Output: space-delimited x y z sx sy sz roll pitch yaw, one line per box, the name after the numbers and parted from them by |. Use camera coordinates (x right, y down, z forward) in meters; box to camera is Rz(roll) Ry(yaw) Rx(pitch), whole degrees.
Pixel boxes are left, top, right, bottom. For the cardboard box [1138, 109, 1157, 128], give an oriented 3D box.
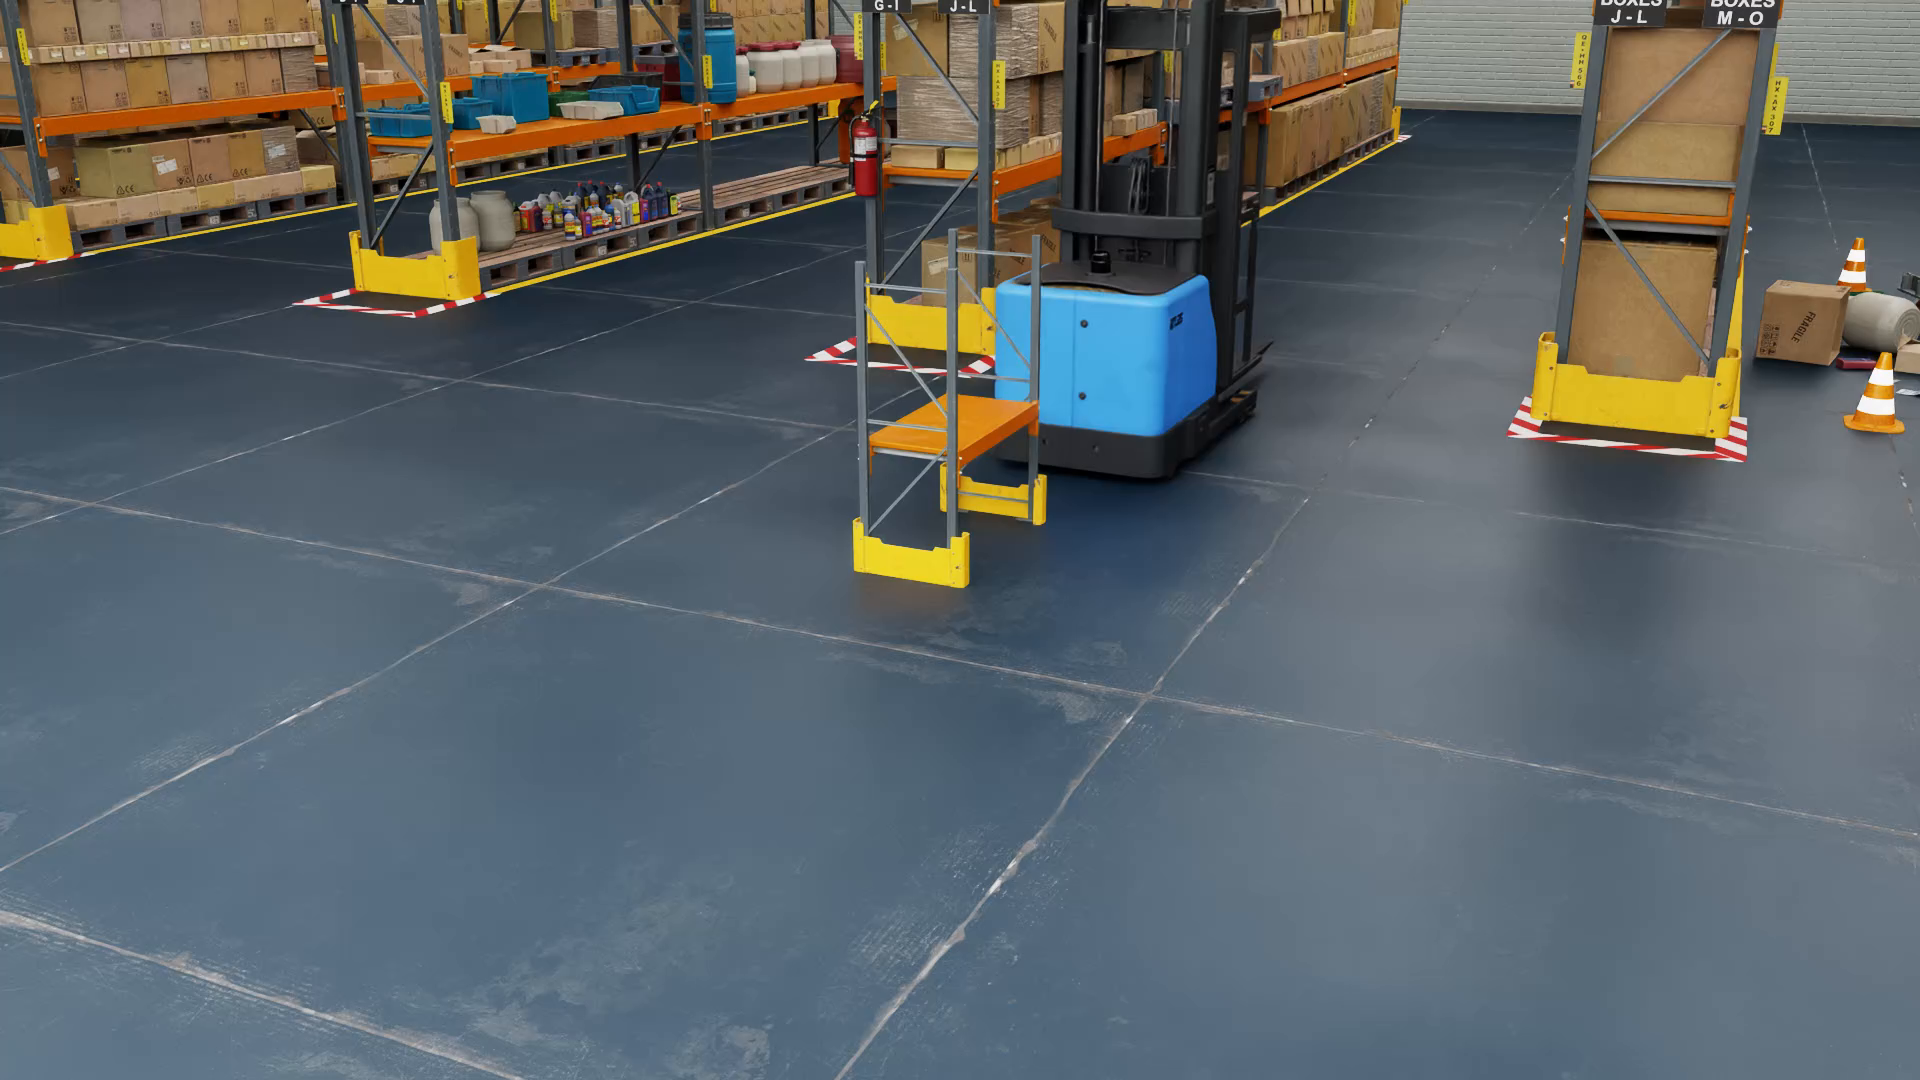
1.594 -3.881 15.279 0.380 0.149 0.250 9 21 23 | cardboard box

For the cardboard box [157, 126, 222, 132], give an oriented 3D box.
-8.507 -4.317 18.488 0.500 0.500 0.500 9 21 23 | cardboard box

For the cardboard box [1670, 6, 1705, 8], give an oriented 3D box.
7.342 -4.999 16.407 0.700 0.500 0.500 8 21 22 | cardboard box

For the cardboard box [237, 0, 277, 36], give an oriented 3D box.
-8.004 -5.833 18.308 0.700 0.500 0.500 8 21 23 | cardboard box

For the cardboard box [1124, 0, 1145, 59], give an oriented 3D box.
1.277 -4.435 14.378 0.500 0.500 0.500 9 21 23 | cardboard box

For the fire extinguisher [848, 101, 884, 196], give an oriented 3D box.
-0.692 -2.874 12.189 0.296 0.674 0.183 9 21 23 | fire extinguisher

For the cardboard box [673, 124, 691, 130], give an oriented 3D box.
-4.497 -6.600 25.626 0.500 0.500 0.500 9 21 23 | cardboard box

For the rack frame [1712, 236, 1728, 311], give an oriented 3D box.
5.897 -3.394 13.535 1.000 3.000 0.127 9 21 23 | rack frame

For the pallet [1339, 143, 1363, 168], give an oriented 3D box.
5.072 -5.458 23.502 1.003 0.211 1.213 9 21 23 | pallet

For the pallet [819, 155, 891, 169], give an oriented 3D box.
-1.182 -4.940 22.045 1.003 0.211 1.213 9 21 23 | pallet

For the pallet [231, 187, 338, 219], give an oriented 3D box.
-7.986 -3.914 19.160 1.003 0.211 1.213 9 21 23 | pallet

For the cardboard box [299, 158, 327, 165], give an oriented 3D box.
-7.717 -4.534 20.219 0.500 0.250 0.500 8 21 22 | cardboard box

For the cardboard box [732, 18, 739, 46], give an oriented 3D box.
-3.889 -8.077 26.553 0.500 0.500 0.500 9 22 24 | cardboard box

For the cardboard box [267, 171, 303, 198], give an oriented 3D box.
-7.827 -4.045 18.842 0.500 0.250 0.500 9 21 23 | cardboard box

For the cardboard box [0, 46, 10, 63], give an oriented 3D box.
-9.278 -4.738 16.199 0.380 0.149 0.250 8 21 22 | cardboard box

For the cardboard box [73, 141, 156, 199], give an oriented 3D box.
-8.635 -3.785 16.992 0.500 0.500 0.500 9 21 23 | cardboard box

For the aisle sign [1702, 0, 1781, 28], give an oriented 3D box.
4.504 -3.333 9.484 0.394 0.787 0.004 9 21 23 | aisle sign

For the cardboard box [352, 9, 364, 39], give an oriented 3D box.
-9.646 -7.987 25.828 0.500 0.500 0.500 8 21 22 | cardboard box

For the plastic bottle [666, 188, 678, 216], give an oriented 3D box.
-3.001 -3.520 17.287 0.061 0.283 0.133 10 22 25 | plastic bottle

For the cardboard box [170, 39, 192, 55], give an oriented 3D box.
-8.273 -5.156 17.372 0.380 0.149 0.250 9 21 23 | cardboard box

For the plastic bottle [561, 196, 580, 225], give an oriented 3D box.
-3.920 -3.319 16.732 0.152 0.276 0.135 9 21 23 | plastic bottle

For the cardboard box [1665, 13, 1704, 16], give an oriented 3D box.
5.249 -3.535 12.096 0.875 0.550 0.550 9 21 23 | cardboard box

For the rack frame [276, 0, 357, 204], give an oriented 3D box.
-7.623 -5.465 19.360 1.000 3.000 0.127 9 21 23 | rack frame

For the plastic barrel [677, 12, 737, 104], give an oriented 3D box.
-2.670 -5.097 17.577 0.600 0.901 0.708 9 21 23 | plastic barrel

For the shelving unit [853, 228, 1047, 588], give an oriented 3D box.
-0.031 -0.683 8.152 0.587 1.500 1.083 9 21 23 | shelving unit

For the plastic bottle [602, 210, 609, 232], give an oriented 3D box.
-3.494 -3.128 16.307 0.097 0.201 0.097 0 20 0 | plastic bottle

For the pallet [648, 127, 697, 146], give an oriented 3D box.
-4.645 -6.343 25.990 1.003 0.211 1.213 9 21 23 | pallet

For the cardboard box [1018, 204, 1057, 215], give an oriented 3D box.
0.803 -2.632 14.496 0.500 0.500 0.500 7 21 18 | cardboard box

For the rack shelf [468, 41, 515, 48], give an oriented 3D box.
-8.048 -8.862 29.985 1.077 0.370 4.000 9 21 23 | rack shelf

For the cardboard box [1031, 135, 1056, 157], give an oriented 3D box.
0.538 -3.121 13.144 0.380 0.149 0.250 9 21 23 | cardboard box

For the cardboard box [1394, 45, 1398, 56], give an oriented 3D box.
6.482 -7.501 25.459 0.380 0.149 0.250 9 21 24 | cardboard box

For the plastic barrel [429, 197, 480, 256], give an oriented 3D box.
-4.543 -2.799 14.949 0.421 0.512 0.421 0 20 0 | plastic barrel

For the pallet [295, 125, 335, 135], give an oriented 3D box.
-10.114 -6.284 25.823 1.003 0.211 1.213 9 21 23 | pallet

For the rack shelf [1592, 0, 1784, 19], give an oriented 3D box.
5.078 -3.857 11.433 1.077 0.370 4.000 9 21 23 | rack shelf

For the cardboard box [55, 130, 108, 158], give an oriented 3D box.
-11.857 -5.401 22.253 0.700 0.500 0.500 9 22 25 | cardboard box

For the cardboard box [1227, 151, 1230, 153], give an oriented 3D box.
2.795 -4.150 18.735 0.700 0.500 0.500 7 21 20 | cardboard box

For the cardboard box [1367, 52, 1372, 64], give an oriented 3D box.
5.644 -6.873 23.694 0.380 0.149 0.250 9 21 23 | cardboard box

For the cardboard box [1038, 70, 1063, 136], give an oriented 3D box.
0.365 -3.550 13.382 0.875 0.500 0.500 9 21 23 | cardboard box

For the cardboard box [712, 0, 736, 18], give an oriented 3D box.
-3.897 -8.535 26.349 0.500 0.500 0.500 9 22 24 | cardboard box

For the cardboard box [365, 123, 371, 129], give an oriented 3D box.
-7.304 -5.107 20.993 0.500 0.311 0.500 8 21 23 | cardboard box

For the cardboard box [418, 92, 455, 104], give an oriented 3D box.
-9.015 -7.558 27.826 0.750 0.750 0.750 9 21 23 | cardboard box

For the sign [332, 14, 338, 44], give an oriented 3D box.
-7.116 -5.835 18.989 0.100 0.325 0.005 9 21 23 | sign

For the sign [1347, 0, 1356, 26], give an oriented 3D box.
5.189 -6.987 22.030 0.100 0.325 0.005 9 21 23 | sign

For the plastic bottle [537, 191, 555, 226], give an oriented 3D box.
-4.142 -3.310 16.595 0.144 0.351 0.185 10 22 25 | plastic bottle

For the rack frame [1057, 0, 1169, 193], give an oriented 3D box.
1.414 -4.105 15.535 1.000 3.000 0.127 9 21 23 | rack frame

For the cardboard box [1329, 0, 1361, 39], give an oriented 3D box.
5.119 -7.085 22.574 0.500 0.500 0.500 9 21 23 | cardboard box

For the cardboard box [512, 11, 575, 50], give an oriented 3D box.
-5.829 -7.141 23.296 0.700 0.500 0.500 2 20 4 | cardboard box

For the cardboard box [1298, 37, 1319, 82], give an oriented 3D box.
4.121 -5.954 20.584 0.500 0.500 0.500 9 21 23 | cardboard box

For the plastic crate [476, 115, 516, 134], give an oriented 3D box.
-4.083 -3.667 14.697 0.298 0.136 0.250 9 21 23 | plastic crate

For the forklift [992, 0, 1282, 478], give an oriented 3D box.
1.267 -2.176 10.213 1.130 2.935 3.031 9 21 24 | forklift

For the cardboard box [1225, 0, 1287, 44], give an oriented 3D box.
3.366 -6.069 19.411 0.797 0.503 0.637 9 22 25 | cardboard box

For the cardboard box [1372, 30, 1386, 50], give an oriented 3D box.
5.955 -7.348 24.433 0.500 0.250 0.500 8 21 21 | cardboard box

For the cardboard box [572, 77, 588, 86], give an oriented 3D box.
-7.425 -8.605 31.292 0.700 0.500 0.500 9 21 23 | cardboard box

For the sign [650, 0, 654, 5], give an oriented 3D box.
-4.845 -8.391 26.295 0.100 0.325 0.005 9 21 23 | sign

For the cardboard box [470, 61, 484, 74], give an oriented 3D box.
-6.455 -6.172 21.723 0.380 0.149 0.250 10 22 27 | cardboard box
